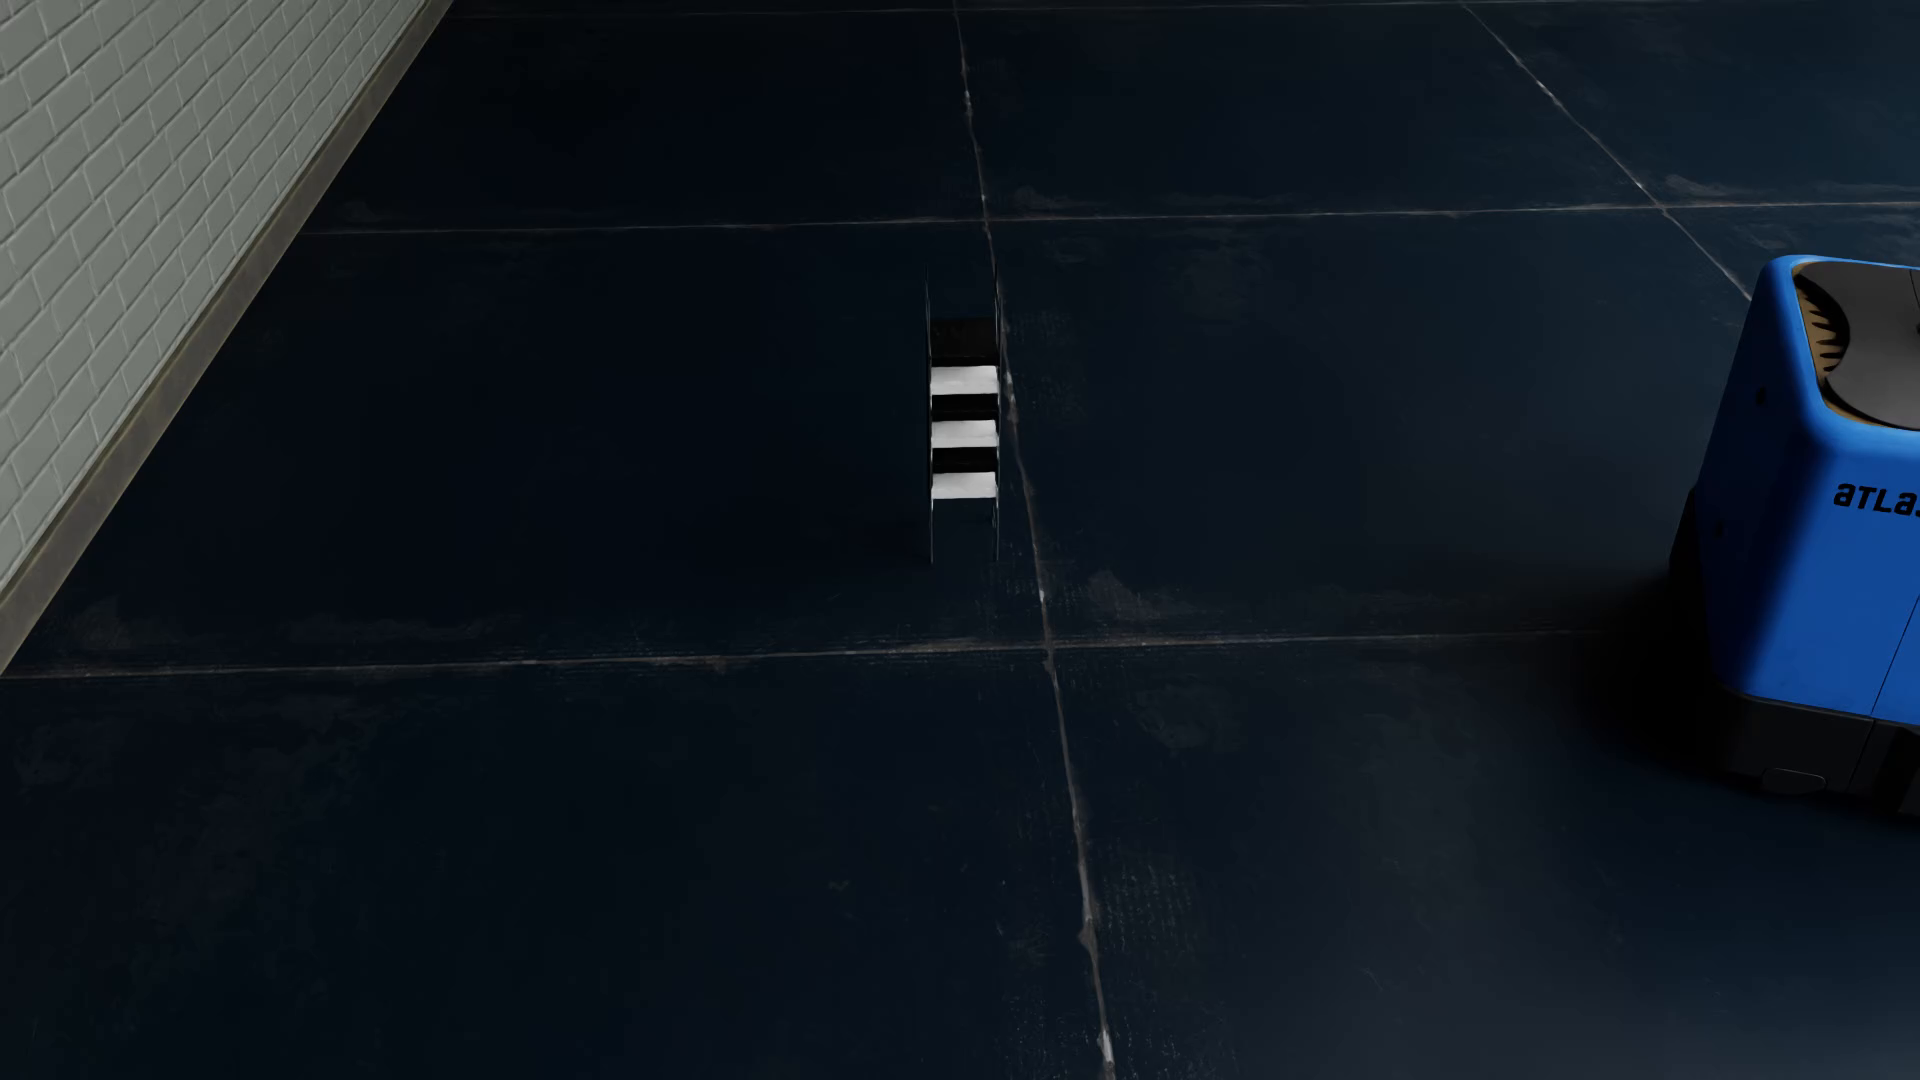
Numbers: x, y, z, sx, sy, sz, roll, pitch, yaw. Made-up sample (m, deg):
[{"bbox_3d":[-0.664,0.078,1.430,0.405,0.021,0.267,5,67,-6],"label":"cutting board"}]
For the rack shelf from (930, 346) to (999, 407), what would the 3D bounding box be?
[{"bbox_3d":[0.008,-0.491,4.911,0.200,0.077,0.258,-2,35,-2],"label":"rack shelf"}]

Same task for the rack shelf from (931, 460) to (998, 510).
[{"bbox_3d":[0.008,-0.195,5.116,0.200,0.077,0.258,-2,35,-2],"label":"rack shelf"}]

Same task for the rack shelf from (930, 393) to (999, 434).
[{"bbox_3d":[0.008,-0.417,4.962,0.200,0.077,0.258,-2,35,-2],"label":"rack shelf"}]

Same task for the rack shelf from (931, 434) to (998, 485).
[{"bbox_3d":[0.008,-0.269,5.064,0.200,0.077,0.258,-2,35,-2],"label":"rack shelf"}]

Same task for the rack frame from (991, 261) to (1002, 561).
[{"bbox_3d":[0.110,-0.373,4.998,0.006,0.900,0.240,-2,35,-2],"label":"rack frame"}]

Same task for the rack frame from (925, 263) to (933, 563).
[{"bbox_3d":[-0.093,-0.368,4.990,0.006,0.900,0.240,-2,35,-2],"label":"rack frame"}]

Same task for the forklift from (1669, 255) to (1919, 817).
[{"bbox_3d":[3.473,-0.603,3.546,3.031,2.935,1.130,10,36,14],"label":"forklift"}]

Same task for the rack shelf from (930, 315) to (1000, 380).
[{"bbox_3d":[0.008,-0.565,4.860,0.200,0.077,0.258,-2,35,-2],"label":"rack shelf"}]

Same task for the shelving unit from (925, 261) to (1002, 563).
[{"bbox_3d":[0.008,-0.370,4.994,0.210,0.900,0.258,-2,35,-2],"label":"shelving unit"}]

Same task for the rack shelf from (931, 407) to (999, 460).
[{"bbox_3d":[0.008,-0.343,5.013,0.200,0.077,0.258,-2,35,-2],"label":"rack shelf"}]
